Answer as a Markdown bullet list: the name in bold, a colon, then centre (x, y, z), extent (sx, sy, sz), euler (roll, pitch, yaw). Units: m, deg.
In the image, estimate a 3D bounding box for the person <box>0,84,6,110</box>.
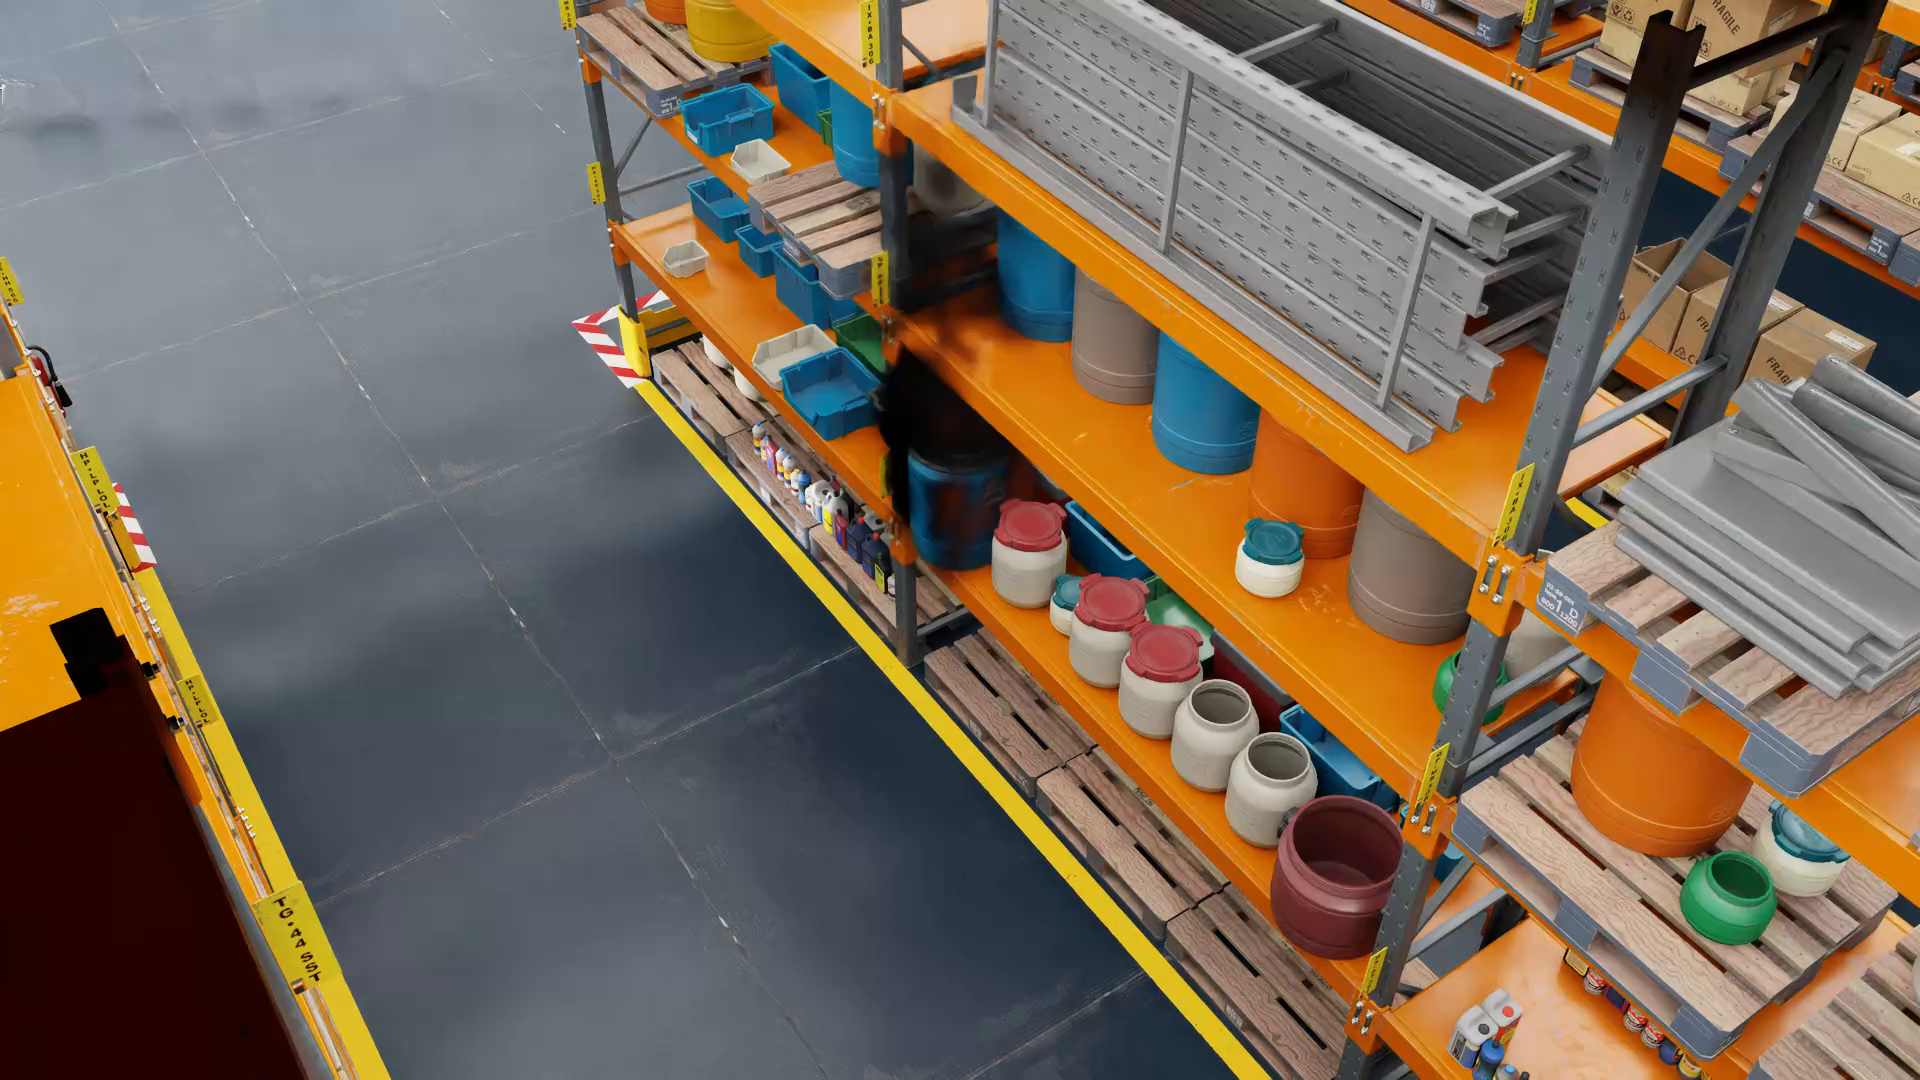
- **person**: centre (-9.407, -4.555, 15.577), extent (0.546, 1.558, 0.542), euler (-9, 43, -9)
